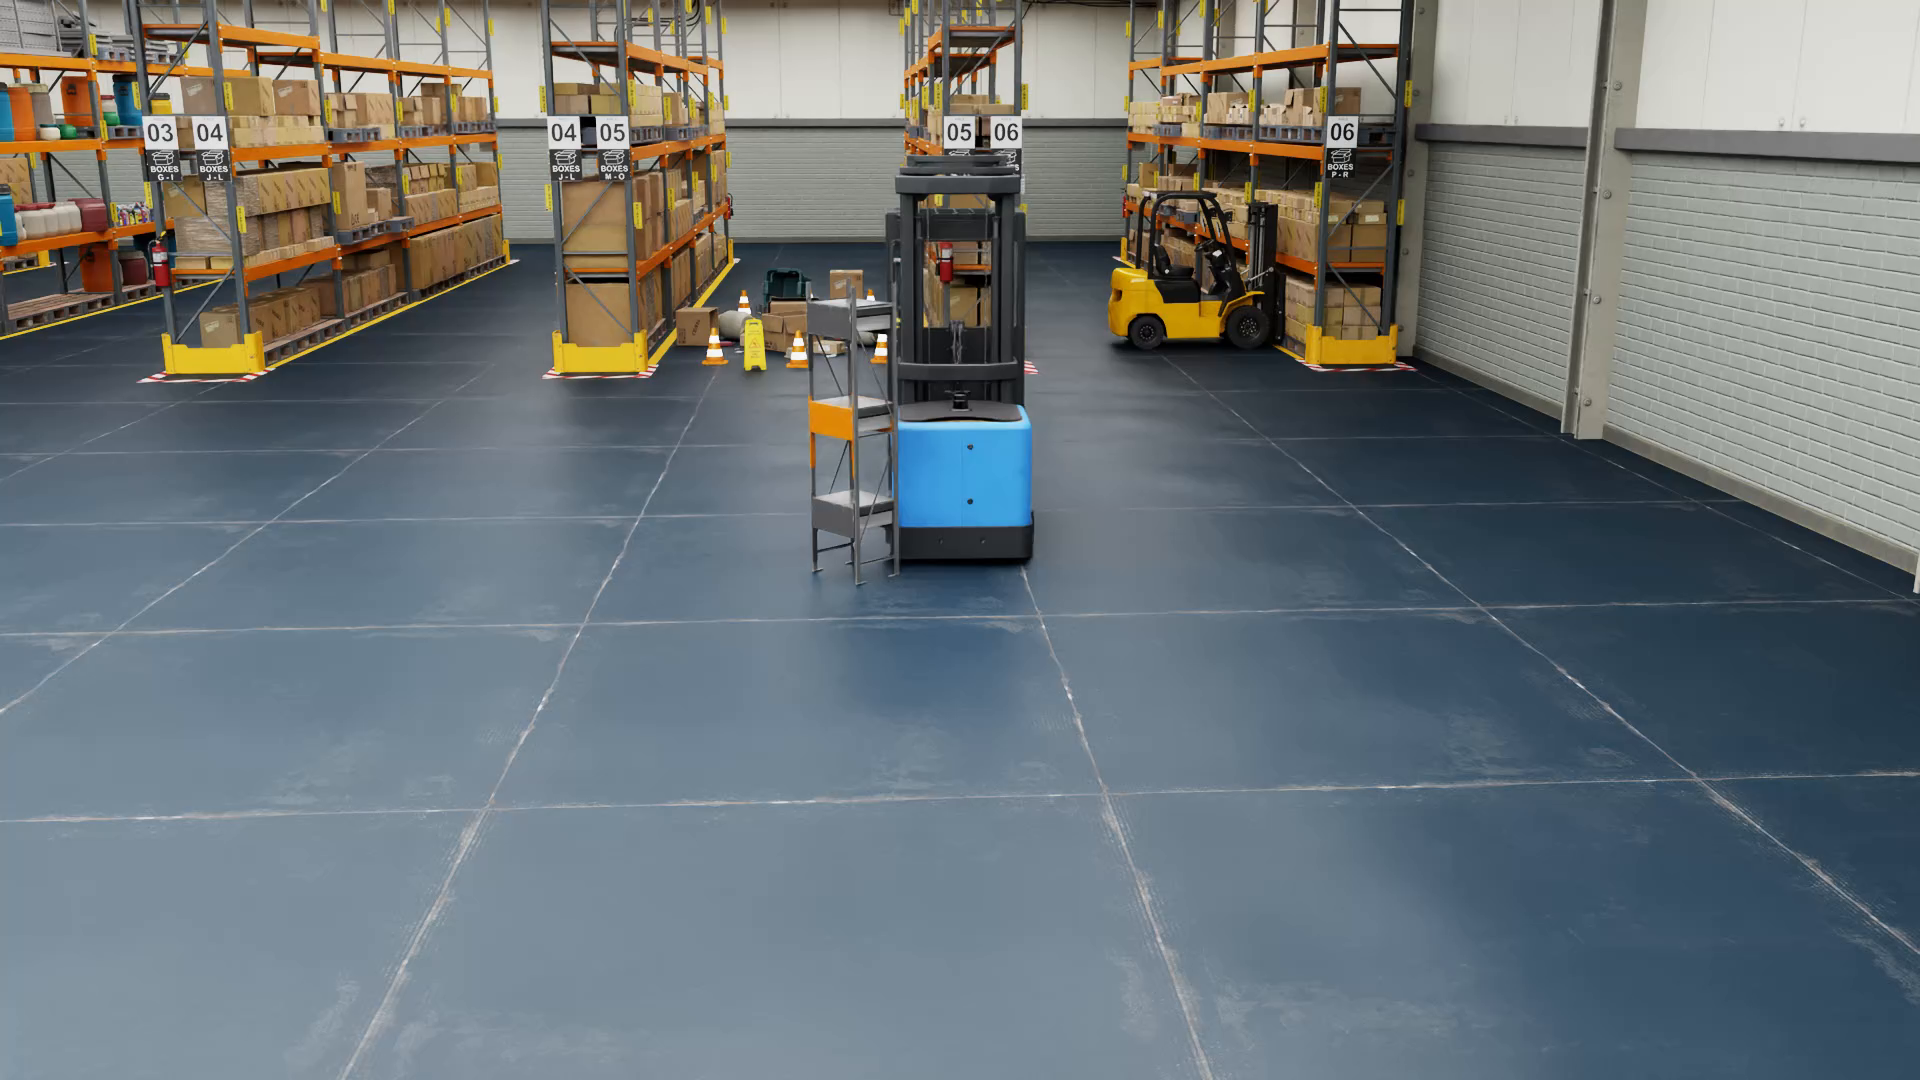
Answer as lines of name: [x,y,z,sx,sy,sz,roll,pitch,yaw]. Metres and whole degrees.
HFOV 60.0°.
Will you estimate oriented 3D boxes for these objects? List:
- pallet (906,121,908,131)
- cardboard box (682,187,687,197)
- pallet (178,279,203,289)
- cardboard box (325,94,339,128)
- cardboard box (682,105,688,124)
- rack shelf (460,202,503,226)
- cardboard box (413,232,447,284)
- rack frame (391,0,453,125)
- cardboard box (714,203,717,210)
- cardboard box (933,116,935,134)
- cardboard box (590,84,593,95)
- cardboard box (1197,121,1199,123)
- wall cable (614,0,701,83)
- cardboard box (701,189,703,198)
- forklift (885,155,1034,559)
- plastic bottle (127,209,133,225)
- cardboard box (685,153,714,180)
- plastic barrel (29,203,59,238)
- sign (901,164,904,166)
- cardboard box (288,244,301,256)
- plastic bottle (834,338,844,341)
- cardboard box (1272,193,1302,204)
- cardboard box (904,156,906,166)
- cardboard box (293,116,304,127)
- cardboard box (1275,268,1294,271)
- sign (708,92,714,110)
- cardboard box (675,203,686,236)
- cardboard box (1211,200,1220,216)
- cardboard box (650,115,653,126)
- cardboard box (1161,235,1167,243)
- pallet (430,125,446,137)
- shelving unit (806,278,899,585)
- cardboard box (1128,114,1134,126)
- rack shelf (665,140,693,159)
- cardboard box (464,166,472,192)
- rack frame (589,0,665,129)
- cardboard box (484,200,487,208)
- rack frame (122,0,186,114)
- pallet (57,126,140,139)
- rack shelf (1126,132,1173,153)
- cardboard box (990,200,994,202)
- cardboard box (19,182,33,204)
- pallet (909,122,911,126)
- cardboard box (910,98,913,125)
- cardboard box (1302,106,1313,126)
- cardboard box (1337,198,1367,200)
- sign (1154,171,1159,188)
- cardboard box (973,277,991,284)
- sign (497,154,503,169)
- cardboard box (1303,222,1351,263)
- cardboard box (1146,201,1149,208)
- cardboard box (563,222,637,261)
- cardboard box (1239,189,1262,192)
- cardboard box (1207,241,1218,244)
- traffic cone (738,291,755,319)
pallet: [-0.657,-8.972,36.036,1.003,0.211,1.213,-1,14,-3]
cardboard box: [-4.987,-6.144,29.355,0.380,0.149,0.250,-1,14,-3]
pallet: [-15.293,-4.979,31.956,1.003,0.211,1.213,-1,14,-3]
cardboard box: [-9.791,-6.434,24.943,0.797,0.503,0.637,-2,15,-6]
cardboard box: [-4.787,-7.062,27.568,0.500,0.311,0.500,-1,14,-3]
rack shelf: [-10.480,-6.748,34.677,1.077,0.370,4.000,-1,14,-3]
cardboard box: [-10.178,-5.172,30.530,1.225,0.875,0.875,-1,14,-3]
rack frame: [-10.356,-9.504,31.907,1.000,3.000,0.127,-1,14,-3]
cardboard box: [-5.211,-6.864,34.189,0.380,0.149,0.250,-1,14,-2]
cardboard box: [-0.123,-5.794,23.211,0.500,0.250,0.500,-1,14,-3]
cardboard box: [-5.077,-5.966,22.034,0.380,0.149,0.250,-1,14,-3]
cardboard box: [4.478,-7.557,29.859,0.380,0.149,0.250,-1,14,-5]
wall cable: [-7.514,-13.517,41.044,2.277,5.999,0.120,-1,14,-3]
cardboard box: [-5.148,-6.653,31.929,0.380,0.149,0.250,0,14,-1]
forklift: [-0.047,-1.590,13.324,1.130,2.935,3.031,-1,14,-2]
plastic bottle: [-14.747,-5.733,29.522,0.061,0.283,0.133,-1,14,-3]
cardboard box: [-5.184,-7.443,33.131,0.500,0.500,0.500,-1,14,-2]
plastic barrel: [-14.717,-5.130,26.672,0.433,0.535,0.433,0,14,0]
sign: [-1.267,-8.197,36.970,0.100,0.325,0.005,-1,14,-3]
cardboard box: [-9.476,-4.065,23.312,0.380,0.149,0.250,-1,14,-3]
plastic bottle: [-1.761,-2.989,24.522,0.133,0.061,0.283,2,15,6]
cardboard box: [4.796,-5.006,24.363,0.380,0.149,0.250,-1,14,-4]
cardboard box: [-0.968,-8.156,36.497,0.500,0.500,0.500,-1,14,-5]
cardboard box: [-9.482,-5.909,23.453,0.380,0.149,0.250,-1,14,-5]
cardboard box: [4.723,-3.943,25.002,0.500,0.250,0.500,-1,14,-3]
sign: [-4.846,-8.554,32.403,0.100,0.325,0.005,-1,14,-3]
cardboard box: [-4.759,-5.220,27.095,0.500,0.500,0.500,-1,14,-3]
cardboard box: [4.564,-5.635,28.206,0.500,0.250,0.500,-1,14,-5]
cardboard box: [-4.482,-5.841,23.150,0.380,0.149,0.250,-1,14,-4]
cardboard box: [4.245,-6.043,33.366,0.380,0.149,0.250,0,14,-1]
pallet: [-10.250,-7.732,31.421,0.805,0.209,1.217,-1,15,-6]
shelving unit: [-0.758,-0.774,11.821,0.431,2.100,0.503,-13,20,-42]
cardboard box: [3.996,-9.234,36.579,0.500,0.250,0.500,-1,14,-4]
rack shelf: [-5.028,-6.262,26.770,1.077,0.370,4.000,-1,14,-3]
cardboard box: [-10.153,-7.279,33.497,0.500,0.500,0.500,-1,14,-3]
rack frame: [-4.904,-7.566,24.374,1.000,3.000,0.127,-1,14,-3]
cardboard box: [-10.172,-7.070,34.990,0.380,0.149,0.250,-1,14,-3]
rack frame: [-15.300,-9.428,31.609,1.000,3.000,0.127,-1,14,-3]
pallet: [-15.002,-7.081,28.885,1.003,0.211,1.213,-1,14,-3]
rack shelf: [4.365,-8.431,35.199,1.077,0.370,4.000,-1,14,-3]
cardboard box: [0.306,-4.848,25.052,0.500,0.500,0.500,-1,14,-5]
cardboard box: [-20.192,-7.383,35.501,0.500,0.500,0.500,0,14,-2]
pallet: [-0.505,-8.365,33.677,1.003,0.211,1.213,-1,14,-3]
cardboard box: [-0.700,-8.233,31.941,0.500,0.500,0.500,-1,14,-4]
cardboard box: [4.862,-5.749,22.557,0.396,0.266,0.258,-1,14,-3]
cardboard box: [5.411,-4.631,22.907,0.380,0.149,0.250,-1,14,-3]
sign: [3.948,-7.238,33.402,0.100,0.325,0.005,-1,14,-3]
cardboard box: [0.443,-3.468,23.656,0.500,0.500,0.500,-1,14,-2]
sign: [-10.062,-8.274,36.366,0.100,0.325,0.005,-1,14,-3]
cardboard box: [4.940,-4.012,22.398,0.500,0.500,0.500,-1,14,-5]
cardboard box: [4.106,-7.041,34.875,0.380,0.149,0.250,-1,14,-4]
cardboard box: [-4.780,-3.967,22.122,0.875,0.550,0.550,-1,14,-3]
cardboard box: [5.042,-5.991,28.788,0.380,0.149,0.250,-1,14,-3]
cardboard box: [4.882,-5.597,31.632,0.380,0.149,0.250,-1,14,-3]
traffic cone: [-3.480,-3.789,26.824,0.336,0.463,0.334,-1,14,-3]
